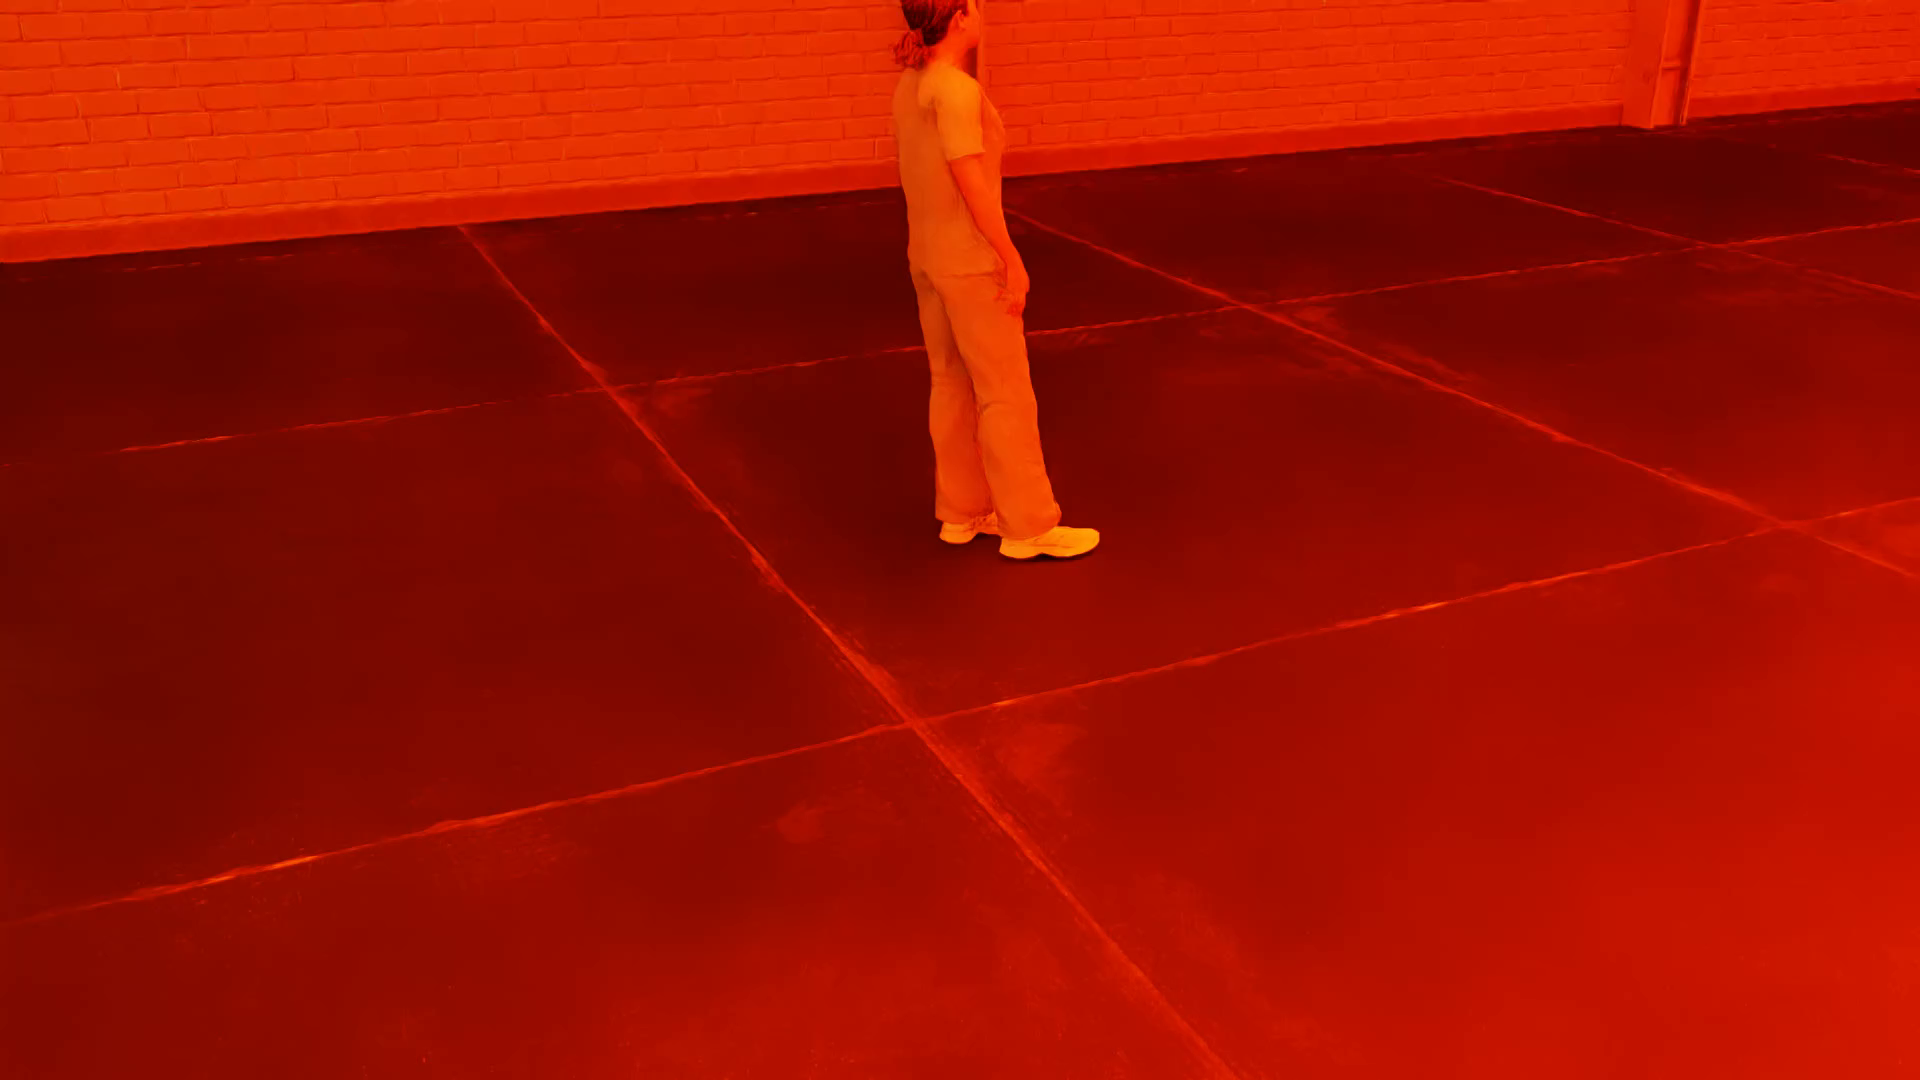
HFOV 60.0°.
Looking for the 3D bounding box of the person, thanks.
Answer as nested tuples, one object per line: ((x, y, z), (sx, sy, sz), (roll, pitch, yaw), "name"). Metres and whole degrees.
((0.073, -0.788, 4.800), (0.548, 1.674, 0.550), (-10, 25, -23), "person")
